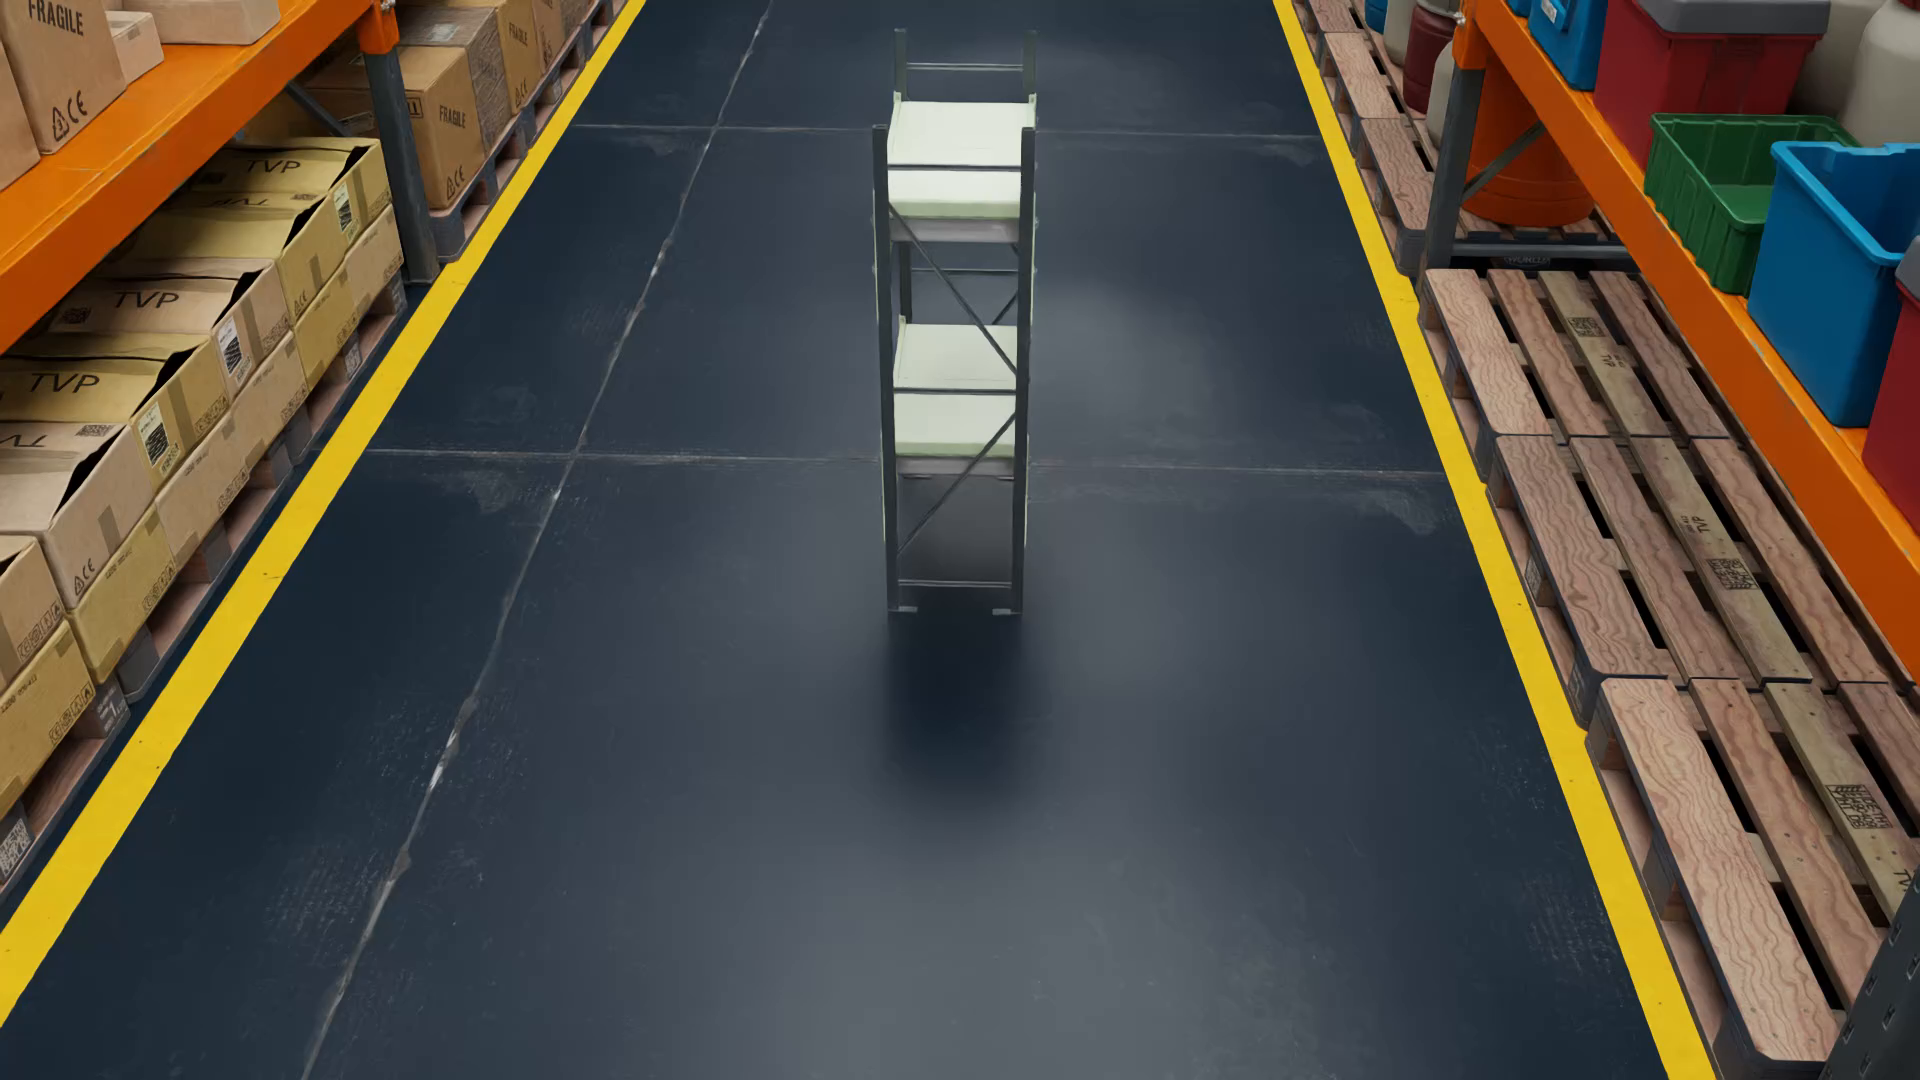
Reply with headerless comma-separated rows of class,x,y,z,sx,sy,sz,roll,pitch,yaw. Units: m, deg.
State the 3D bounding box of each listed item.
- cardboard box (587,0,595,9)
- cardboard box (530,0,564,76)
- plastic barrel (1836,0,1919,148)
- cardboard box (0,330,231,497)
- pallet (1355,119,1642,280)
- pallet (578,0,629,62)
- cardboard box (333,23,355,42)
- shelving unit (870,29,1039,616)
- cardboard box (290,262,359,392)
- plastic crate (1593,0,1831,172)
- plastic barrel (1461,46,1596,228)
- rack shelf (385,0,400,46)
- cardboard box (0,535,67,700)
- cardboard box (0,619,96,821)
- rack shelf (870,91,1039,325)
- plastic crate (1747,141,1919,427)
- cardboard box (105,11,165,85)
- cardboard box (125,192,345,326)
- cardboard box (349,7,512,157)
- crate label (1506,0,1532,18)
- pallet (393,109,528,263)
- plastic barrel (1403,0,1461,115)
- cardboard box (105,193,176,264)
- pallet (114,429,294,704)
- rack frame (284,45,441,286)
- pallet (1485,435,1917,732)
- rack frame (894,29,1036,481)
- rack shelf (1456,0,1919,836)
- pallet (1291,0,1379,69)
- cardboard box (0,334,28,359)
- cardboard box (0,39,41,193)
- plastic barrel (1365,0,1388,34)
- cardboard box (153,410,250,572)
cardboard box,-2.227,-3.181,8.959,0.500,0.500,0.500,1,35,2
cardboard box,-2.266,-2.601,8.134,0.500,0.500,0.500,0,35,0
plastic barrel,2.467,-1.156,4.167,0.433,0.535,0.433,0,35,0
cardboard box,-2.461,-0.393,4.739,0.500,0.311,0.500,2,35,3
pallet,2.313,-1.496,7.196,1.003,0.211,1.213,1,35,2
pallet,-2.460,-2.989,9.319,1.003,0.211,1.213,1,35,2
cardboard box,-2.825,-2.339,7.109,0.500,0.250,0.500,3,35,4
shelving unit,0.000,-0.610,4.813,0.431,1.500,0.755,1,35,2
cardboard box,-2.421,-0.743,5.724,0.500,0.250,0.500,1,35,1
plastic crate,1.952,-1.288,4.419,0.402,0.464,0.583,1,35,2
plastic barrel,2.326,-1.749,6.652,0.600,0.830,0.708,1,35,2
rack shelf,-2.546,-3.155,7.756,1.077,0.370,4.000,1,35,2
cardboard box,-2.496,0.203,3.891,0.500,0.311,0.500,1,35,1
cardboard box,-2.501,0.432,4.053,0.500,0.250,0.500,2,35,3
rack shelf,0.000,-0.929,4.589,0.431,0.370,0.720,1,35,2
plastic crate,1.896,-0.520,3.395,0.392,0.384,0.575,1,35,2
cardboard box,-2.621,-1.463,4.942,0.380,0.149,0.250,4,35,5
cardboard box,-2.416,-0.971,5.561,0.500,0.311,0.500,1,35,1
cardboard box,-2.307,-2.013,7.297,0.500,0.500,0.500,0,35,0
crate label,1.932,-1.881,5.464,0.303,0.233,0.416,1,35,2
pallet,-2.558,-1.587,7.325,1.003,0.211,1.213,1,35,2
plastic barrel,2.371,-2.299,7.644,0.600,0.588,0.708,1,35,2
cardboard box,-2.953,-0.980,5.574,0.500,0.311,0.500,1,35,1
pallet,-2.750,0.012,5.049,1.003,0.211,1.213,1,35,2
rack frame,-2.626,-2.300,5.914,1.000,3.000,0.127,1,35,2
pallet,2.201,0.101,4.923,1.003,0.211,1.213,1,35,2
rack frame,0.014,-0.820,5.113,0.400,1.500,0.023,1,35,2
rack shelf,2.243,-0.740,4.320,1.077,0.370,4.000,1,35,2
pallet,2.411,-2.898,9.190,1.003,0.211,1.213,1,35,2
cardboard box,-2.996,-0.392,4.737,0.500,0.311,0.500,1,35,1
cardboard box,-2.698,-1.074,4.082,0.500,0.500,0.500,1,35,2
plastic barrel,2.416,-3.076,8.477,0.600,0.901,0.708,1,35,2
cardboard box,-2.462,-0.158,4.892,0.500,0.250,0.500,2,35,3
